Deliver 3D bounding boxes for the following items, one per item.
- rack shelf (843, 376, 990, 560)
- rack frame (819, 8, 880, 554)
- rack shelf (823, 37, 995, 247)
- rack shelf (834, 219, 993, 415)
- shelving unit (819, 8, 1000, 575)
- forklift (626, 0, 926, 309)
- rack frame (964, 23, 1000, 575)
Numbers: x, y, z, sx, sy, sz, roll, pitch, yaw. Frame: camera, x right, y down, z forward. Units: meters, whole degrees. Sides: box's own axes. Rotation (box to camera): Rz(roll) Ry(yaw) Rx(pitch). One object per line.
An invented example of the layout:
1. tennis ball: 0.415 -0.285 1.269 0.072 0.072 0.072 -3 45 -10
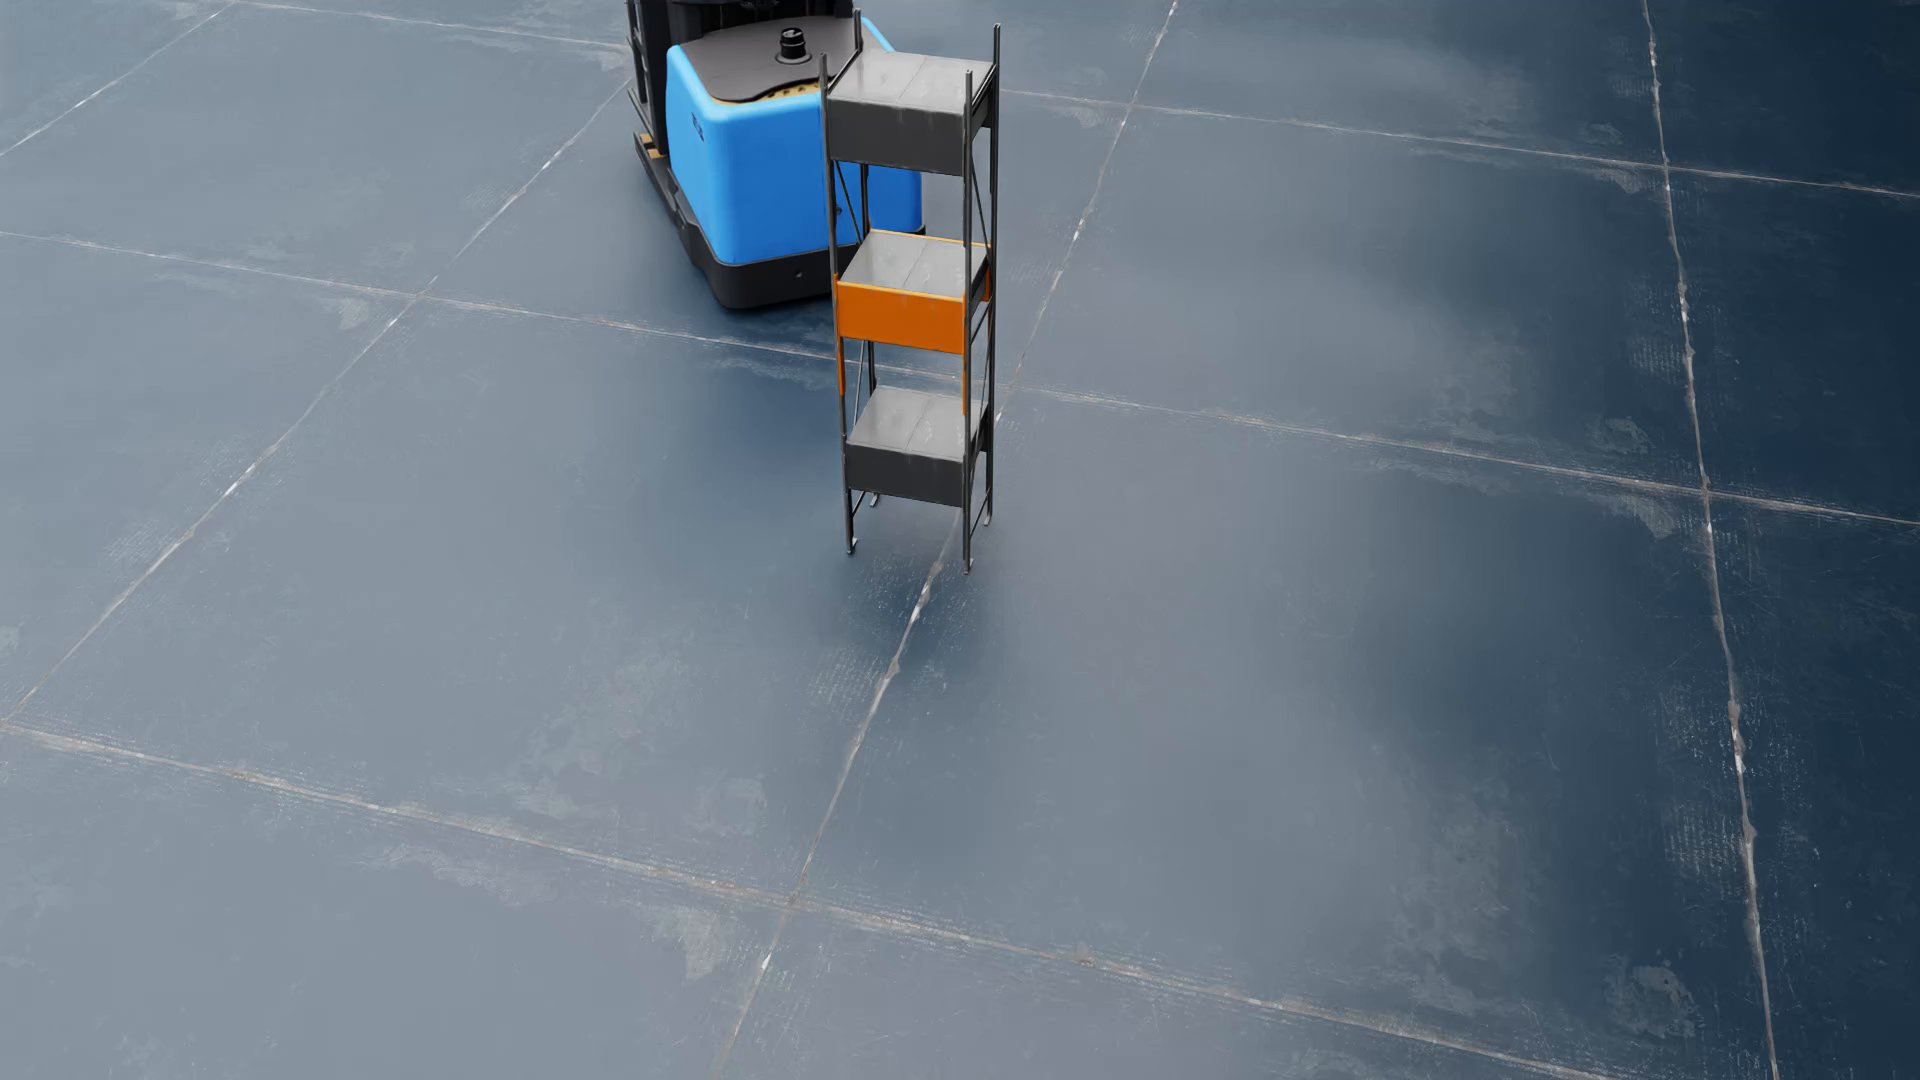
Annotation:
1. rack shelf: -0.160 -0.285 6.566 0.480 0.518 0.431 10 41 11
2. rack frame: -0.396 -0.872 6.156 0.015 2.100 0.400 10 41 11
3. rack shelf: -0.160 -1.357 5.666 0.480 0.518 0.431 10 41 11
4. rack shelf: -0.160 -0.821 6.116 0.480 0.518 0.431 10 41 11
5. shelving unit: -0.160 -0.832 6.107 0.503 2.100 0.431 10 41 11
6. forklift: -1.161 -3.181 8.259 1.130 2.935 3.031 -14 42 -16
7. rack frame: 0.076 -0.791 6.059 0.015 2.100 0.400 10 41 11
